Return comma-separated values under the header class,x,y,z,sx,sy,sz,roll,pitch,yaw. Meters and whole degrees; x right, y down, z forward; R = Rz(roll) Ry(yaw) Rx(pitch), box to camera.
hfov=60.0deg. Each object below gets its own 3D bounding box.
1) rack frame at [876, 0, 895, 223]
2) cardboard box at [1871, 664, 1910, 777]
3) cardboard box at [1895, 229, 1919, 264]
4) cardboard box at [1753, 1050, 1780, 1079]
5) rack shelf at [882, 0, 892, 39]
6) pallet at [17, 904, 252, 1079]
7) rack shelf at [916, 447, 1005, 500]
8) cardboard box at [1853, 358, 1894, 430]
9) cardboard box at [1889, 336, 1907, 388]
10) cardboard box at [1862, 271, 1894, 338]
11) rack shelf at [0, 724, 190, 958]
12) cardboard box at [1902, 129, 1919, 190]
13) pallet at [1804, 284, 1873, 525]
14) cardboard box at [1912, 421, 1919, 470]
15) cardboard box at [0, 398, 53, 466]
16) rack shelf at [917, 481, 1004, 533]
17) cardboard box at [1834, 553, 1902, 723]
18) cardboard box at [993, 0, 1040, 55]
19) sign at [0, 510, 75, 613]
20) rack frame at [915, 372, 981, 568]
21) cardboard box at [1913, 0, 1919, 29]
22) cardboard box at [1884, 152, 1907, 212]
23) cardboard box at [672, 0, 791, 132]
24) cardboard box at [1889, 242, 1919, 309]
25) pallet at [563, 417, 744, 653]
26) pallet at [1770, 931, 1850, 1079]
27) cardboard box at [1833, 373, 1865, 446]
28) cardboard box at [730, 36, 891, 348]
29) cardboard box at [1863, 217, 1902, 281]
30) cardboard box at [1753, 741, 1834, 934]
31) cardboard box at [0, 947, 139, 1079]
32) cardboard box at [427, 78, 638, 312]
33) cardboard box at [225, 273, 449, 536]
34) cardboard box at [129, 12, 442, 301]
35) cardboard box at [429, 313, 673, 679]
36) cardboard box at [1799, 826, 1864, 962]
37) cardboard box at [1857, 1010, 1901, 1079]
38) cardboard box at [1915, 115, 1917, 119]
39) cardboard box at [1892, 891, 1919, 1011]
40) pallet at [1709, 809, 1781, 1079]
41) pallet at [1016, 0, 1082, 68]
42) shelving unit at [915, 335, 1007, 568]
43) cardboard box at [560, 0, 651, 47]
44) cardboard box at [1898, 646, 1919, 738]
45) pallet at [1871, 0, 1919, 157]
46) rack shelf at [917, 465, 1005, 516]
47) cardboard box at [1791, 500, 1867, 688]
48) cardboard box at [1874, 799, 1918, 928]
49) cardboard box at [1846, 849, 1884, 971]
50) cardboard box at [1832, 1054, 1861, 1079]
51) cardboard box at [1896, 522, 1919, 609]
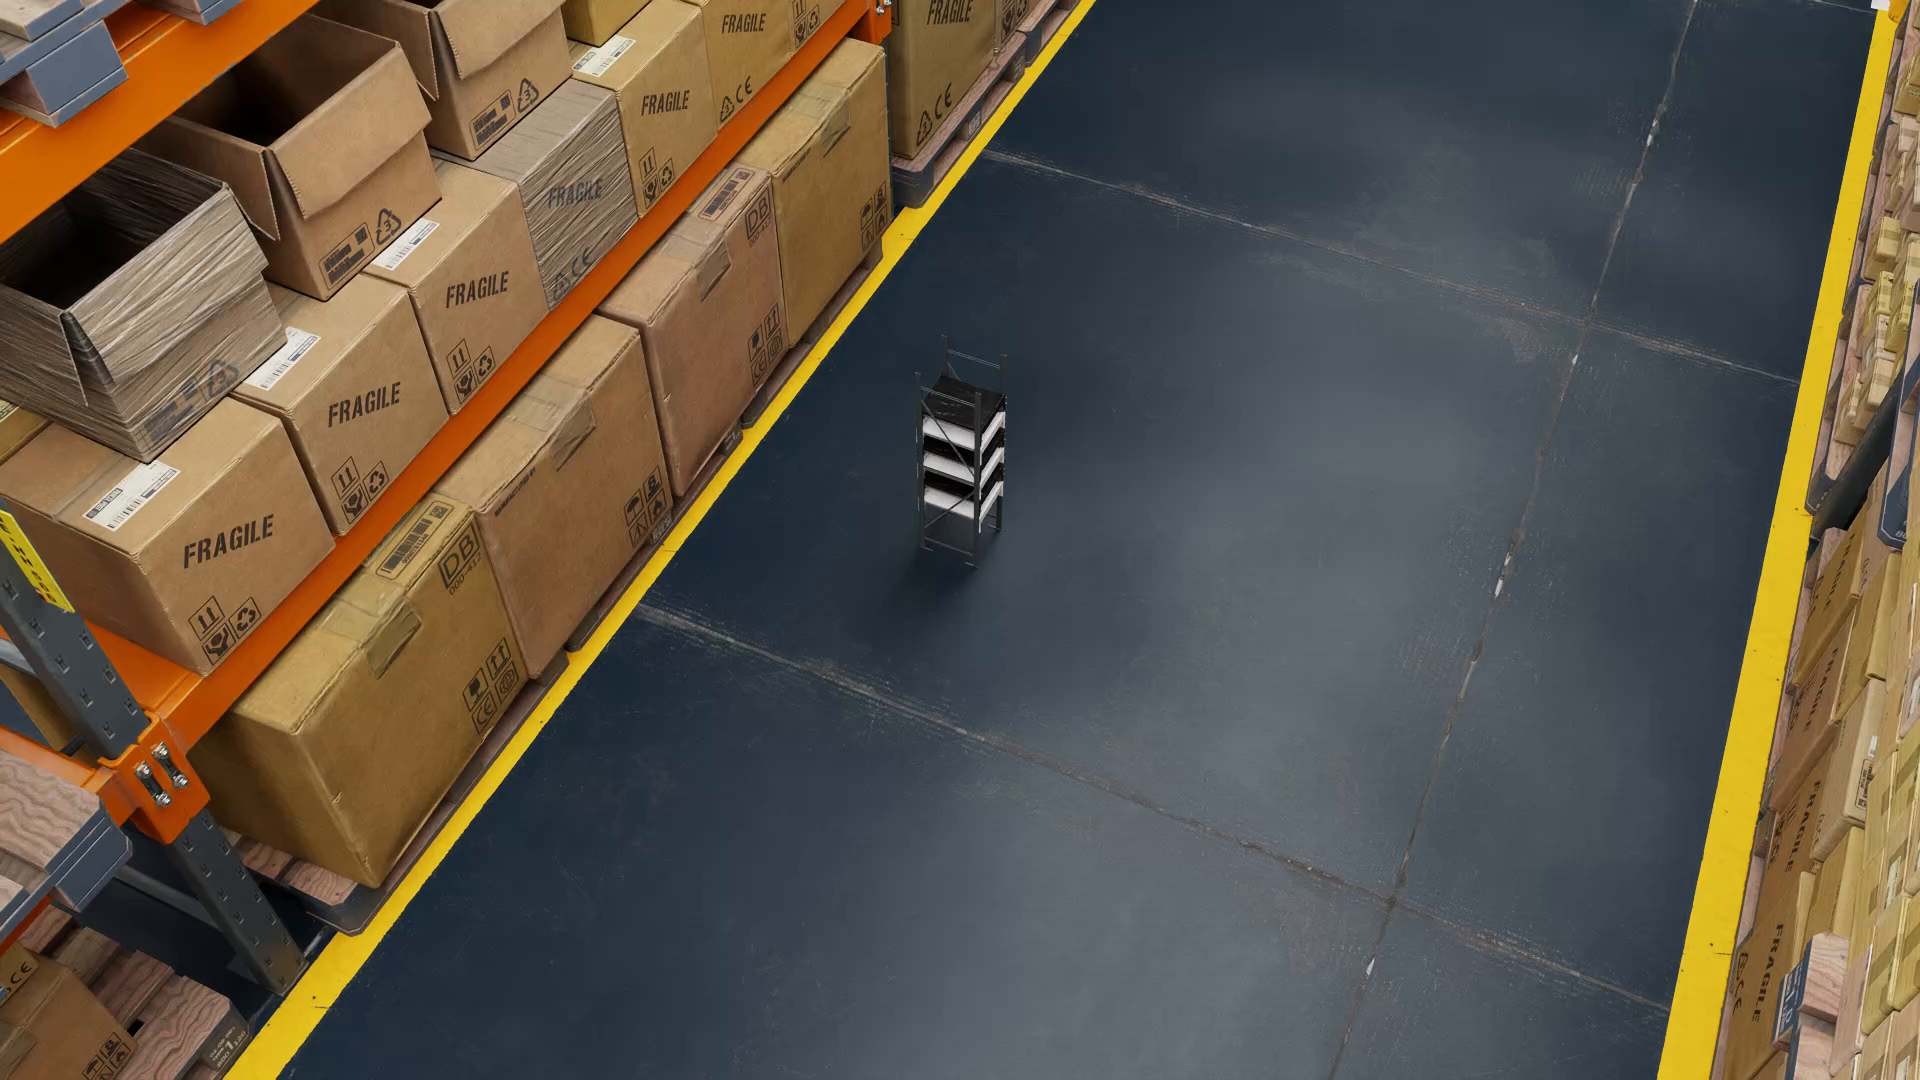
class,x,y,z,sx,sy,sz,roll,pitch,yaw
rack frame,-0.774,-2.536,6.439,1.000,3.000,0.127,20,52,16
cardboard box,2.307,0.476,3.765,0.380,0.149,0.250,21,53,17
cardboard box,4.005,-1.185,6.690,0.380,0.149,0.250,21,53,17
cardboard box,2.229,1.681,4.216,0.500,0.500,0.500,22,53,18
rack shelf,0.081,-3.680,7.884,1.077,0.370,4.000,20,52,16
pallet,-2.818,1.659,4.699,1.003,0.211,1.213,20,52,16
rack shelf,0.003,-0.276,5.937,0.258,0.077,0.200,20,52,16
cardboard box,3.515,-0.482,6.091,0.380,0.149,0.250,21,53,17
cardboard box,3.584,-0.588,5.986,0.380,0.149,0.250,21,53,17
cardboard box,3.718,-0.862,6.415,0.380,0.149,0.250,18,52,15
rack shelf,-3.337,1.829,3.197,1.077,0.370,4.000,20,52,16
cardboard box,4.075,-1.510,6.770,0.380,0.149,0.250,18,52,15
pallet,3.923,-0.423,6.471,1.003,0.211,1.213,20,52,16
cardboard box,2.752,-0.250,4.382,0.380,0.149,0.250,20,53,16
cardboard box,-2.496,-0.235,4.414,0.500,0.500,0.500,21,53,17
rack shelf,0.003,-0.159,6.075,0.258,0.077,0.200,20,52,16
cardboard box,2.888,0.369,4.840,0.500,0.250,0.500,21,53,17
cardboard box,-0.035,-3.032,7.980,0.875,0.875,0.875,20,52,16
sign,-1.988,0.039,3.539,0.100,0.325,0.005,20,52,16
rack frame,-0.040,-0.227,5.852,0.240,0.900,0.006,20,52,16
cardboard box,4.863,-2.563,8.057,0.380,0.149,0.250,21,53,17
cardboard box,4.215,-1.493,7.147,0.380,0.149,0.250,20,52,16
cardboard box,-0.944,-1.819,5.763,0.500,0.500,0.500,21,53,17
cardboard box,3.758,-0.950,6.294,0.380,0.149,0.250,19,52,16
pallet,-1.555,-0.234,6.310,1.003,0.211,1.213,20,52,16
pallet,2.167,1.438,3.182,1.213,0.211,1.003,20,52,16
cardboard box,3.527,-0.446,6.256,0.380,0.149,0.250,20,53,17
cardboard box,-1.029,-1.537,6.707,1.225,0.875,0.875,20,52,16
cardboard box,3.969,-1.159,6.862,0.380,0.149,0.250,20,52,16
cardboard box,2.676,0.974,4.817,0.500,0.500,0.500,21,53,17
cardboard box,-2.751,1.354,4.481,0.700,0.500,0.500,17,52,14
cardboard box,-1.379,-1.114,5.163,0.500,0.500,0.500,20,52,16
cardboard box,-1.811,-0.416,4.569,0.500,0.500,0.500,19,52,15
cardboard box,-1.875,-1.085,4.480,0.797,0.503,0.637,21,53,17
cardboard box,-1.781,-0.309,5.663,1.225,0.875,0.875,20,52,16
cardboard box,2.451,1.080,4.235,0.500,0.250,0.500,21,53,17
cardboard box,1.871,1.078,3.057,0.380,0.149,0.250,22,53,17
cardboard box,4.495,-1.836,7.439,0.380,0.149,0.250,20,52,16
cardboard box,1.975,0.815,3.086,0.380,0.149,0.250,21,53,17
pallet,2.817,1.431,4.894,1.003,0.211,1.213,20,52,16
pallet,0.142,-2.974,8.642,1.003,0.211,1.213,20,52,16
shelving unit,0.003,-0.297,5.912,0.258,0.900,0.210,20,52,16
cardboard box,-1.343,-1.982,5.243,0.797,0.503,0.637,20,53,16
cardboard box,2.307,0.373,3.657,0.380,0.149,0.250,21,53,17
pallet,4.965,-2.103,7.901,1.003,0.211,1.213,20,52,16
rack shelf,0.003,-0.217,6.006,0.258,0.077,0.200,20,52,16
cardboard box,3.112,0.244,5.439,0.500,0.500,0.500,22,53,17
cardboard box,2.088,0.724,3.359,0.380,0.149,0.250,20,52,16
cardboard box,2.081,0.840,3.455,0.380,0.149,0.250,19,52,16
cardboard box,1.862,1.187,3.159,0.380,0.149,0.250,20,52,16
cardboard box,2.531,0.115,4.072,0.380,0.149,0.250,19,52,15
